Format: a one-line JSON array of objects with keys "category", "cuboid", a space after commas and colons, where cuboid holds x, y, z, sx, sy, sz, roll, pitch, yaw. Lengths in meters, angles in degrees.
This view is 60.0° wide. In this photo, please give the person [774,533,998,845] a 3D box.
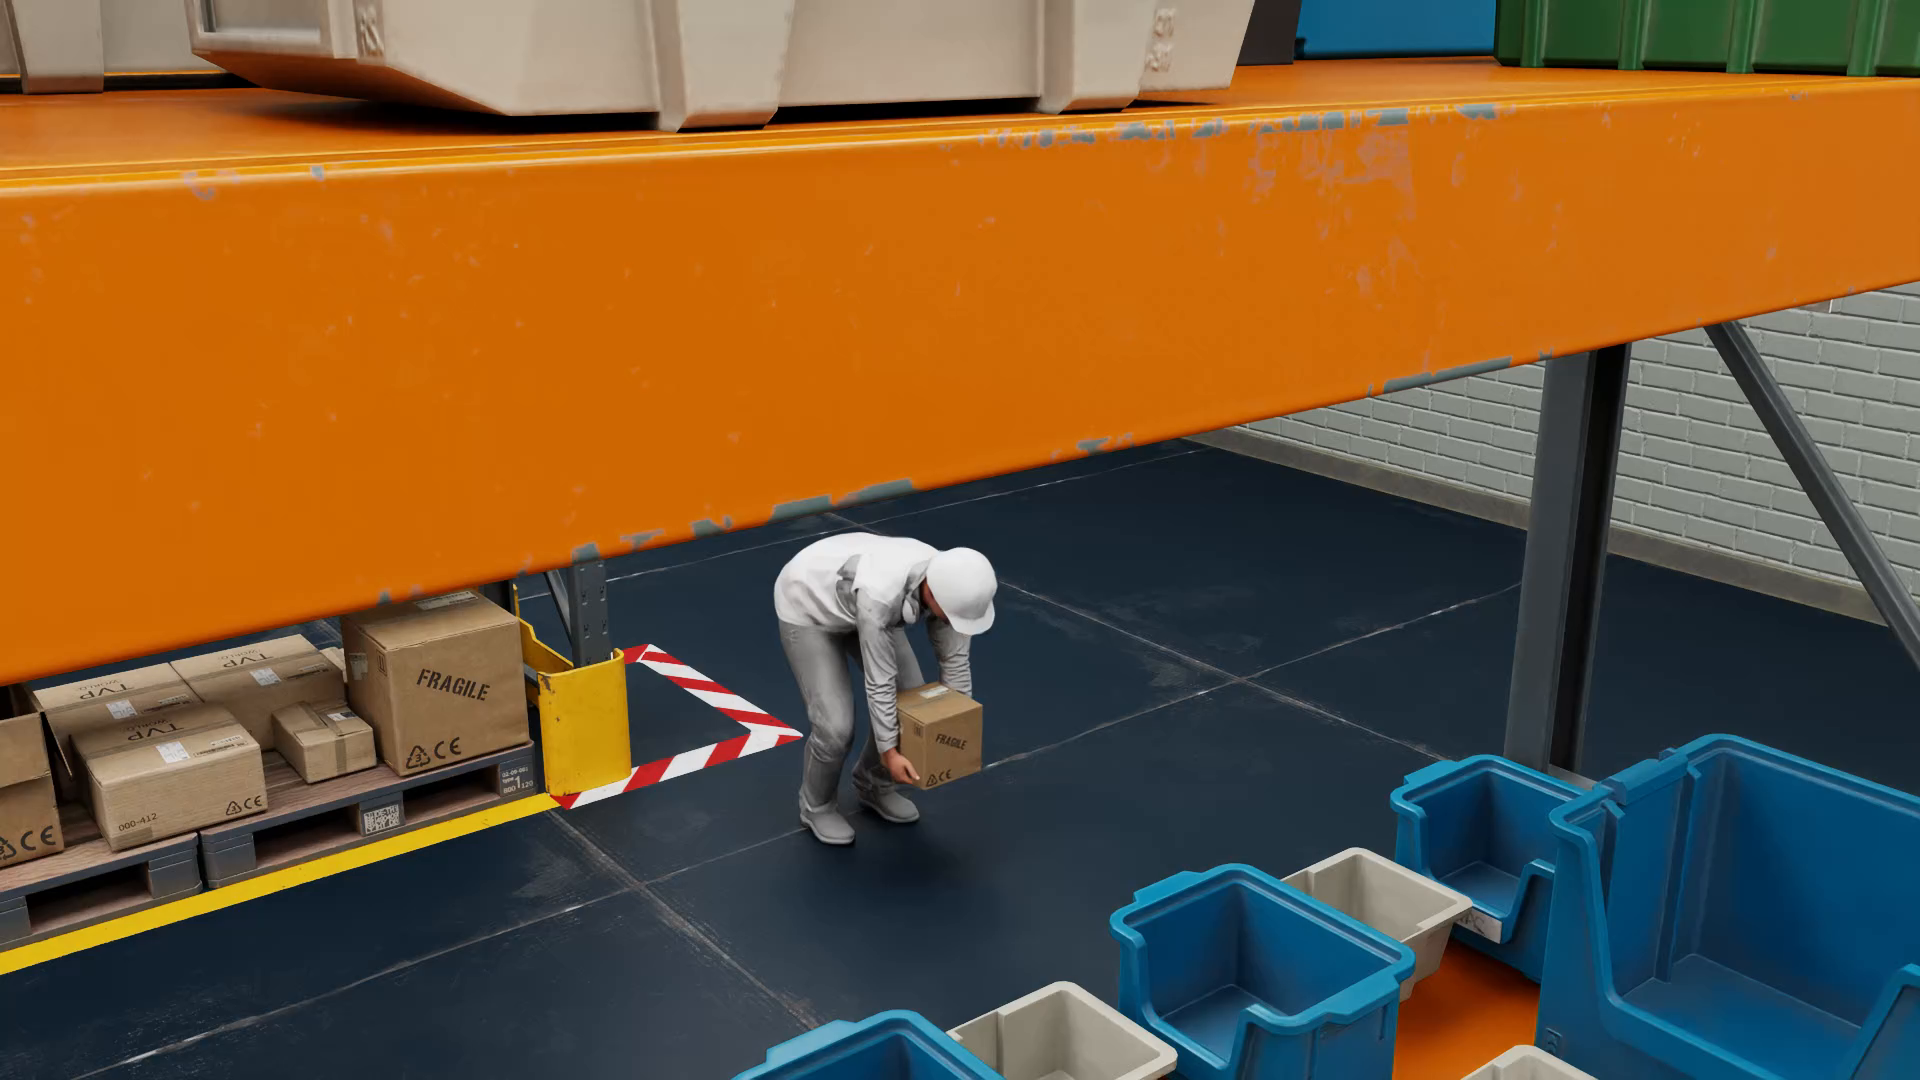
[{"category": "person", "cuboid": [-0.242, 0.518, 5.819, 0.485, 1.202, 0.981, -15, 23, -38]}]
